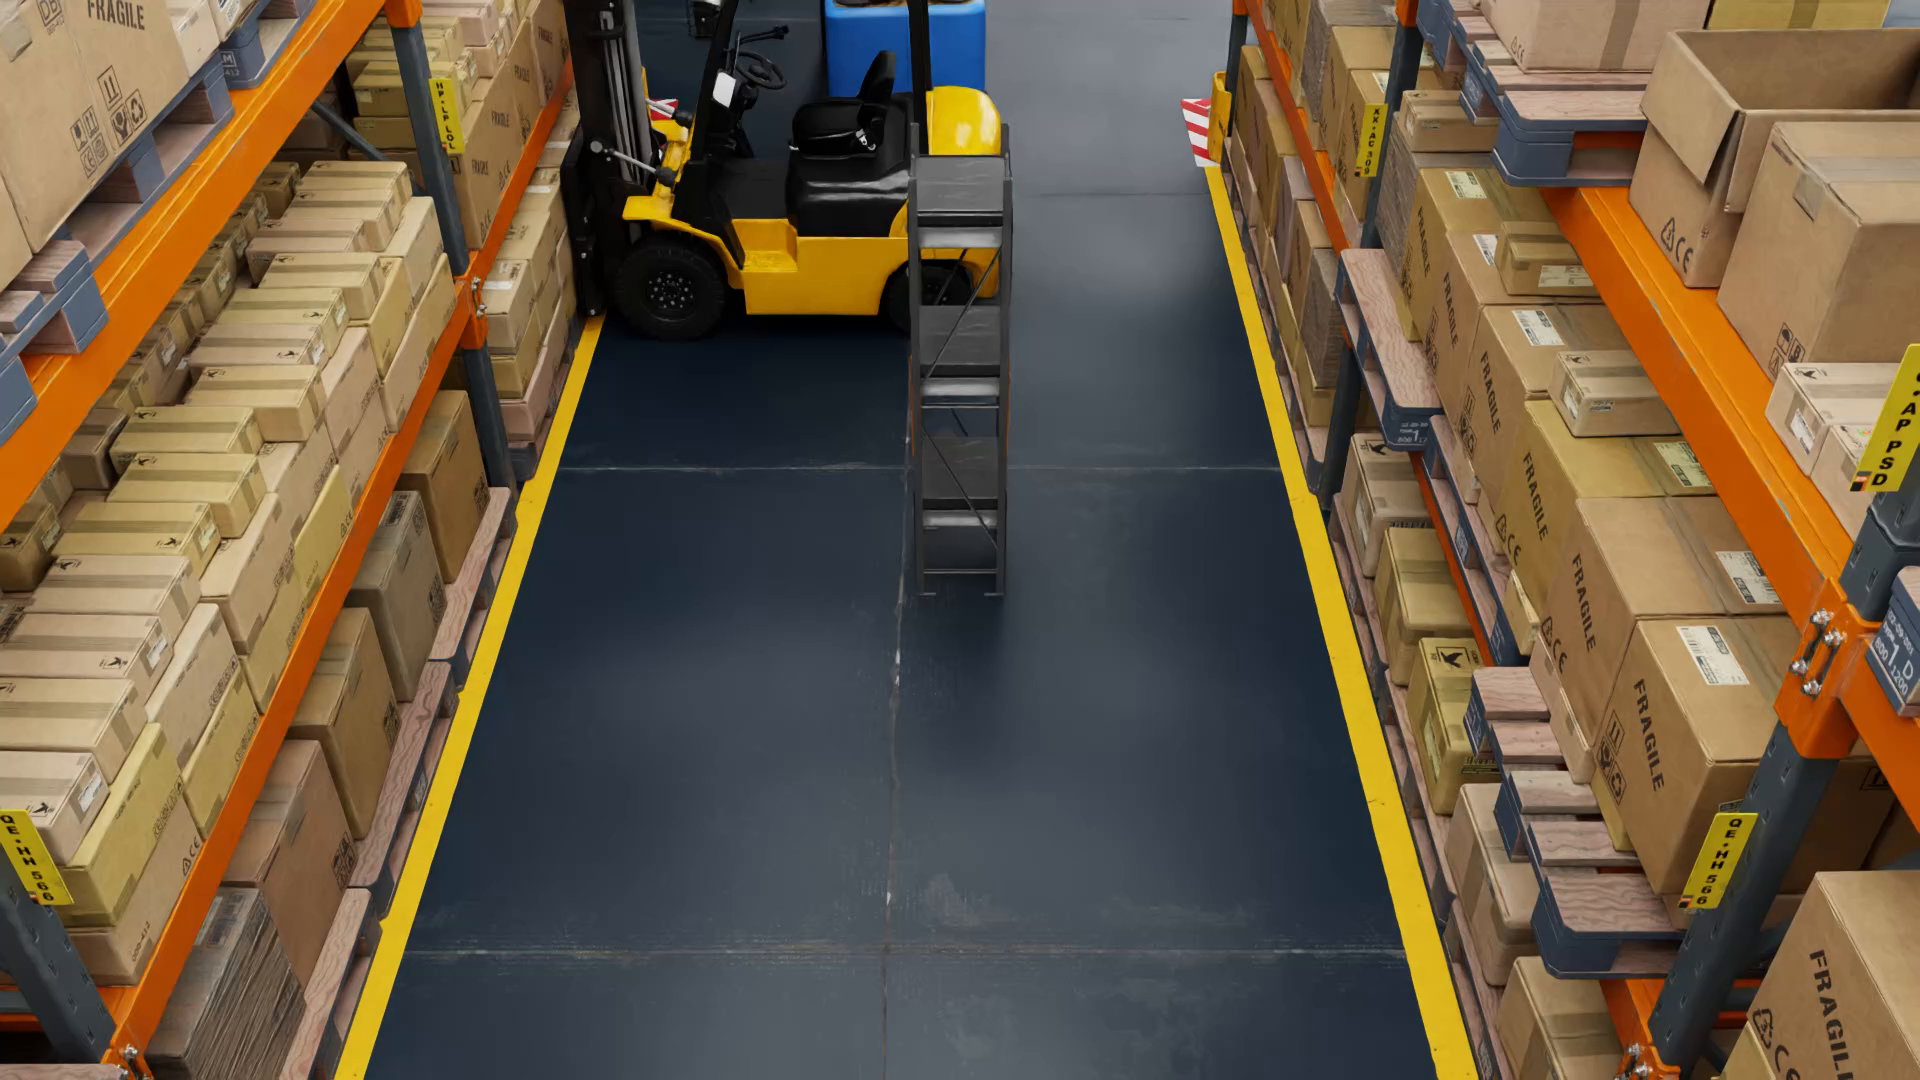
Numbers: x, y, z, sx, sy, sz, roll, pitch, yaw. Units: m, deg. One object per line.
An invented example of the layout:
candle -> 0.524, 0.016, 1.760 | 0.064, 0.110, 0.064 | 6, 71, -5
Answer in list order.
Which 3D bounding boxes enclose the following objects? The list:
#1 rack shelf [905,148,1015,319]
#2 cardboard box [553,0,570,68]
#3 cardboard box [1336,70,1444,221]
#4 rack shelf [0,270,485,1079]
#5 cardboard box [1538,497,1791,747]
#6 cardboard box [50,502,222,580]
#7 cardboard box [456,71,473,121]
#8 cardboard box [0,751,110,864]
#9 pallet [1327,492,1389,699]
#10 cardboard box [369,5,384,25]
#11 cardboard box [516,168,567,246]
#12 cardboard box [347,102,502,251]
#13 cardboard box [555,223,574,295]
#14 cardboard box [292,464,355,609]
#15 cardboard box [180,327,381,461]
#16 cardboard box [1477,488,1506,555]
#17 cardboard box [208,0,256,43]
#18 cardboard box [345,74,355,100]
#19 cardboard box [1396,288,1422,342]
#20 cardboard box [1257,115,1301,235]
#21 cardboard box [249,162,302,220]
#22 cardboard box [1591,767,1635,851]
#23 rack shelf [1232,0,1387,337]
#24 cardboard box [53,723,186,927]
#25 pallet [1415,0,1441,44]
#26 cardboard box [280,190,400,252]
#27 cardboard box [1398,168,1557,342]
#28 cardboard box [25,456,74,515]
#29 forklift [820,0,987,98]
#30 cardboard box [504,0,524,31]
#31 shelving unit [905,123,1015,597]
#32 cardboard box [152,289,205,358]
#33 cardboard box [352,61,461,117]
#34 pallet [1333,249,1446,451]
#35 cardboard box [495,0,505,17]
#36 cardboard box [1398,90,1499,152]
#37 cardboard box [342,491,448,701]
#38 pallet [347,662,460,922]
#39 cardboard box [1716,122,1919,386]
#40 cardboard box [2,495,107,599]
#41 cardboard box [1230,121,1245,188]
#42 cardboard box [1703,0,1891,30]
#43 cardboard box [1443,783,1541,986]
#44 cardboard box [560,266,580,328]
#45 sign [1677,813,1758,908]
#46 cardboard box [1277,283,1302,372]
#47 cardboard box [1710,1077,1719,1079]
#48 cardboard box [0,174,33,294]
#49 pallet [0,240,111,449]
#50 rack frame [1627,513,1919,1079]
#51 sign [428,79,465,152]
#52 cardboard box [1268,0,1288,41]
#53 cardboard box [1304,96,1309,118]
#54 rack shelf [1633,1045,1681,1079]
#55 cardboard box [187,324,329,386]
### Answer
rack shelf -> 0.000, -1.251, 6.781 | 0.431, 0.518, 0.480 | 0, 39, 0
cardboard box -> -2.436, -2.930, 9.174 | 0.500, 0.500, 0.500 | -1, 39, -1
cardboard box -> 2.027, -1.781, 7.502 | 0.500, 0.500, 0.500 | -1, 39, -1
rack shelf -> -2.685, 0.189, 5.936 | 1.077, 0.370, 4.000 | 0, 39, 0
cardboard box -> 1.991, 0.227, 4.660 | 0.500, 0.500, 0.500 | -1, 39, -1
cardboard box -> -2.459, 0.019, 4.974 | 0.380, 0.149, 0.250 | 0, 39, 0
cardboard box -> -2.426, -1.996, 7.489 | 0.380, 0.149, 0.250 | 1, 39, 1
cardboard box -> -2.388, 0.667, 4.166 | 0.380, 0.149, 0.250 | 1, 39, 1
pallet -> 2.279, 0.227, 7.544 | 1.003, 0.211, 1.213 | 0, 39, 0
cardboard box -> -3.005, -2.591, 7.994 | 0.380, 0.149, 0.250 | -1, 39, -1
cardboard box -> -2.376, -1.757, 8.853 | 0.500, 0.250, 0.500 | 1, 39, 1
cardboard box -> -2.426, -1.659, 7.587 | 0.500, 0.500, 0.500 | -1, 39, -1
cardboard box -> -2.370, -1.560, 9.007 | 0.500, 0.250, 0.500 | 0, 39, 0
cardboard box -> -2.441, -0.021, 5.743 | 0.500, 0.250, 0.500 | 1, 39, 1
cardboard box -> -2.428, -0.531, 5.979 | 0.500, 0.250, 0.500 | 1, 39, 1
cardboard box -> 1.965, -0.087, 5.570 | 0.380, 0.149, 0.250 | -1, 39, -1
cardboard box -> -2.442, -1.749, 5.036 | 0.500, 0.311, 0.500 | -1, 39, -2
cardboard box -> -2.971, -2.157, 7.690 | 0.380, 0.149, 0.250 | 1, 39, 1
cardboard box -> 1.953, -0.912, 6.600 | 0.380, 0.149, 0.250 | 1, 39, 1
cardboard box -> 1.994, -2.073, 9.447 | 0.500, 0.500, 0.500 | 1, 39, 1
cardboard box -> -2.901, -1.415, 6.764 | 0.380, 0.149, 0.250 | -1, 39, -1
cardboard box -> 1.973, 0.715, 4.570 | 0.380, 0.149, 0.250 | 1, 39, 1
rack shelf -> 2.274, -2.318, 9.065 | 1.077, 0.370, 4.000 | 0, 39, 0
cardboard box -> -2.414, 0.745, 4.388 | 0.500, 0.250, 0.500 | 0, 39, 0
pallet -> 2.171, -2.059, 5.918 | 1.213, 0.211, 1.003 | 0, 39, 0
cardboard box -> -2.446, -1.260, 6.570 | 0.380, 0.149, 0.250 | -1, 39, -1
cardboard box -> 1.992, -1.061, 6.267 | 0.500, 0.500, 0.500 | 0, 39, 0
cardboard box -> -3.013, -0.135, 5.167 | 0.380, 0.149, 0.250 | -1, 39, -1
forklift -> -0.462, -4.568, 11.352 | 1.130, 2.935, 3.031 | -3, 39, -4
cardboard box -> -2.397, -2.635, 8.286 | 0.380, 0.149, 0.250 | -1, 39, -1
shelving unit -> 0.000, -0.716, 7.210 | 0.431, 2.100, 0.503 | 0, 39, 0
cardboard box -> -2.958, -0.775, 5.966 | 0.380, 0.149, 0.250 | 0, 39, 0
cardboard box -> -2.391, -1.950, 7.194 | 0.380, 0.149, 0.250 | 1, 39, 1
pallet -> 2.132, -0.795, 6.743 | 1.003, 0.211, 1.213 | 0, 39, 0
cardboard box -> -2.416, -2.597, 8.000 | 0.380, 0.149, 0.250 | -1, 39, -1
cardboard box -> 1.924, -1.626, 6.454 | 0.380, 0.149, 0.250 | 0, 39, 0
cardboard box -> -2.682, 0.232, 6.871 | 0.875, 0.625, 0.625 | 0, 39, 0
pallet -> -2.643, 0.971, 6.615 | 1.003, 0.211, 1.213 | 0, 39, 0
cardboard box -> 2.290, -0.649, 3.928 | 0.700, 0.500, 0.500 | 0, 39, 0
cardboard box -> -2.961, 0.109, 5.181 | 0.500, 0.250, 0.500 | 0, 39, 0
cardboard box -> 1.996, -2.436, 10.500 | 0.500, 0.250, 0.500 | 0, 39, 0
cardboard box -> 2.417, -1.624, 5.009 | 0.500, 0.250, 0.500 | 0, 39, 1
cardboard box -> 2.282, 1.200, 5.865 | 0.950, 0.372, 0.625 | -1, 39, -1
cardboard box -> -2.389, -1.375, 9.175 | 0.500, 0.250, 0.500 | 1, 39, 1
sign -> 1.739, 0.738, 3.813 | 0.100, 0.325, 0.005 | 0, 39, 0
cardboard box -> 1.997, -1.142, 8.885 | 0.500, 0.250, 0.500 | -1, 39, -1
cardboard box -> 2.030, 1.518, 3.823 | 0.500, 0.250, 0.500 | -1, 39, -1
cardboard box -> -2.440, -0.707, 3.584 | 0.500, 0.500, 0.500 | 0, 39, 0
pallet -> -2.773, -0.362, 3.801 | 1.213, 0.211, 1.003 | 2, 39, 2
rack frame -> 2.281, 1.153, 4.158 | 1.000, 3.000, 0.127 | 0, 39, 0
sign -> -2.144, -1.770, 6.943 | 0.100, 0.325, 0.005 | 0, 39, 0
cardboard box -> 2.001, -3.066, 9.105 | 0.500, 0.500, 0.500 | -1, 39, -1
cardboard box -> 1.997, -2.246, 8.601 | 0.380, 0.149, 0.250 | -1, 39, -1
rack shelf -> 2.284, 2.684, 2.822 | 1.077, 0.370, 4.000 | 0, 39, 0
cardboard box -> -2.434, -0.622, 5.774 | 0.380, 0.149, 0.250 | 0, 39, 0
